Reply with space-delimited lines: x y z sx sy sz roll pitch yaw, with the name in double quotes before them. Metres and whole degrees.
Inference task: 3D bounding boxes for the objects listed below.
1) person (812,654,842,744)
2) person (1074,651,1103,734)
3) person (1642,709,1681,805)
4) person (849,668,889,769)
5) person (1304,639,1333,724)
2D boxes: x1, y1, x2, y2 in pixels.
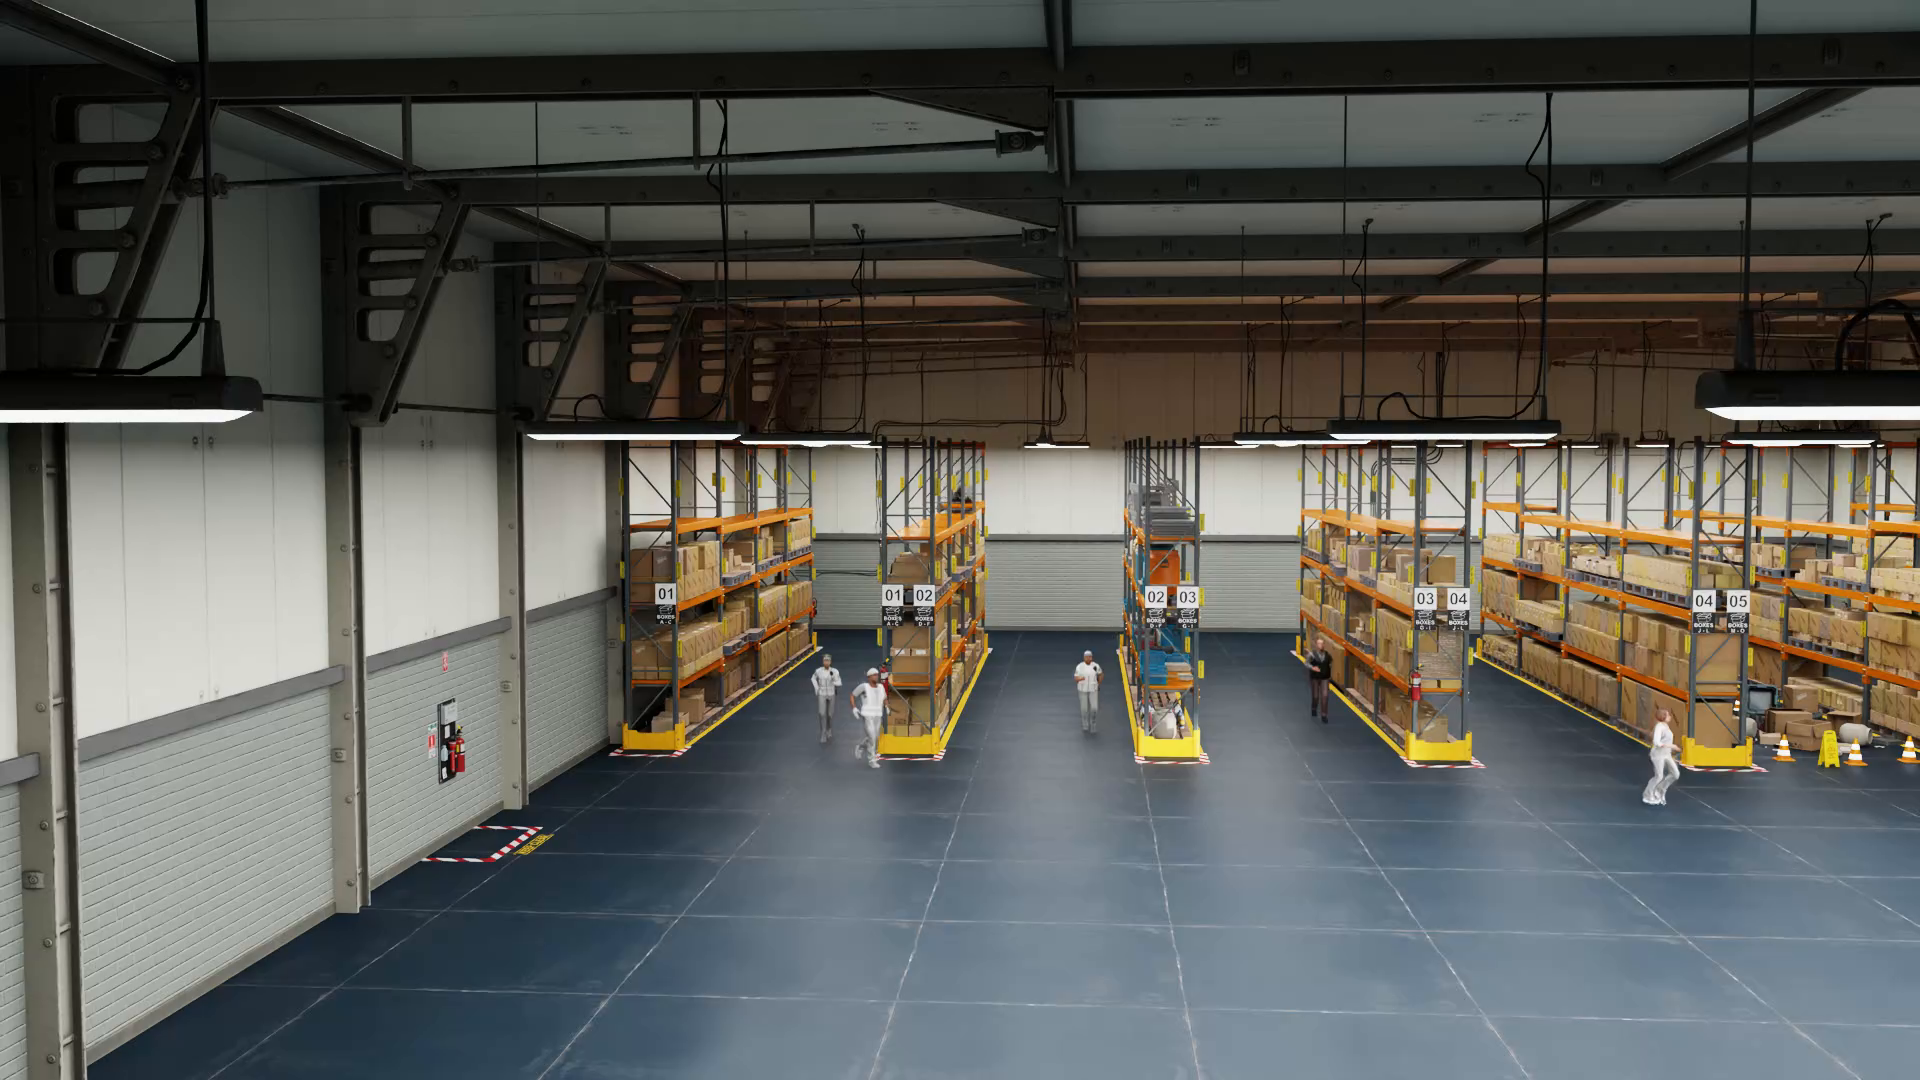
"person" -2.641 3.110 32.850 0.580 1.745 0.733 0 3 -5
"person" 2.610 3.100 33.731 0.583 1.701 0.660 0 3 4
"person" 11.301 3.505 26.741 0.628 1.569 0.540 3 4 44
"person" -1.600 3.228 30.310 0.735 1.763 0.829 -2 4 -38
"person" 7.614 2.970 35.274 0.650 1.741 0.888 0 3 3
